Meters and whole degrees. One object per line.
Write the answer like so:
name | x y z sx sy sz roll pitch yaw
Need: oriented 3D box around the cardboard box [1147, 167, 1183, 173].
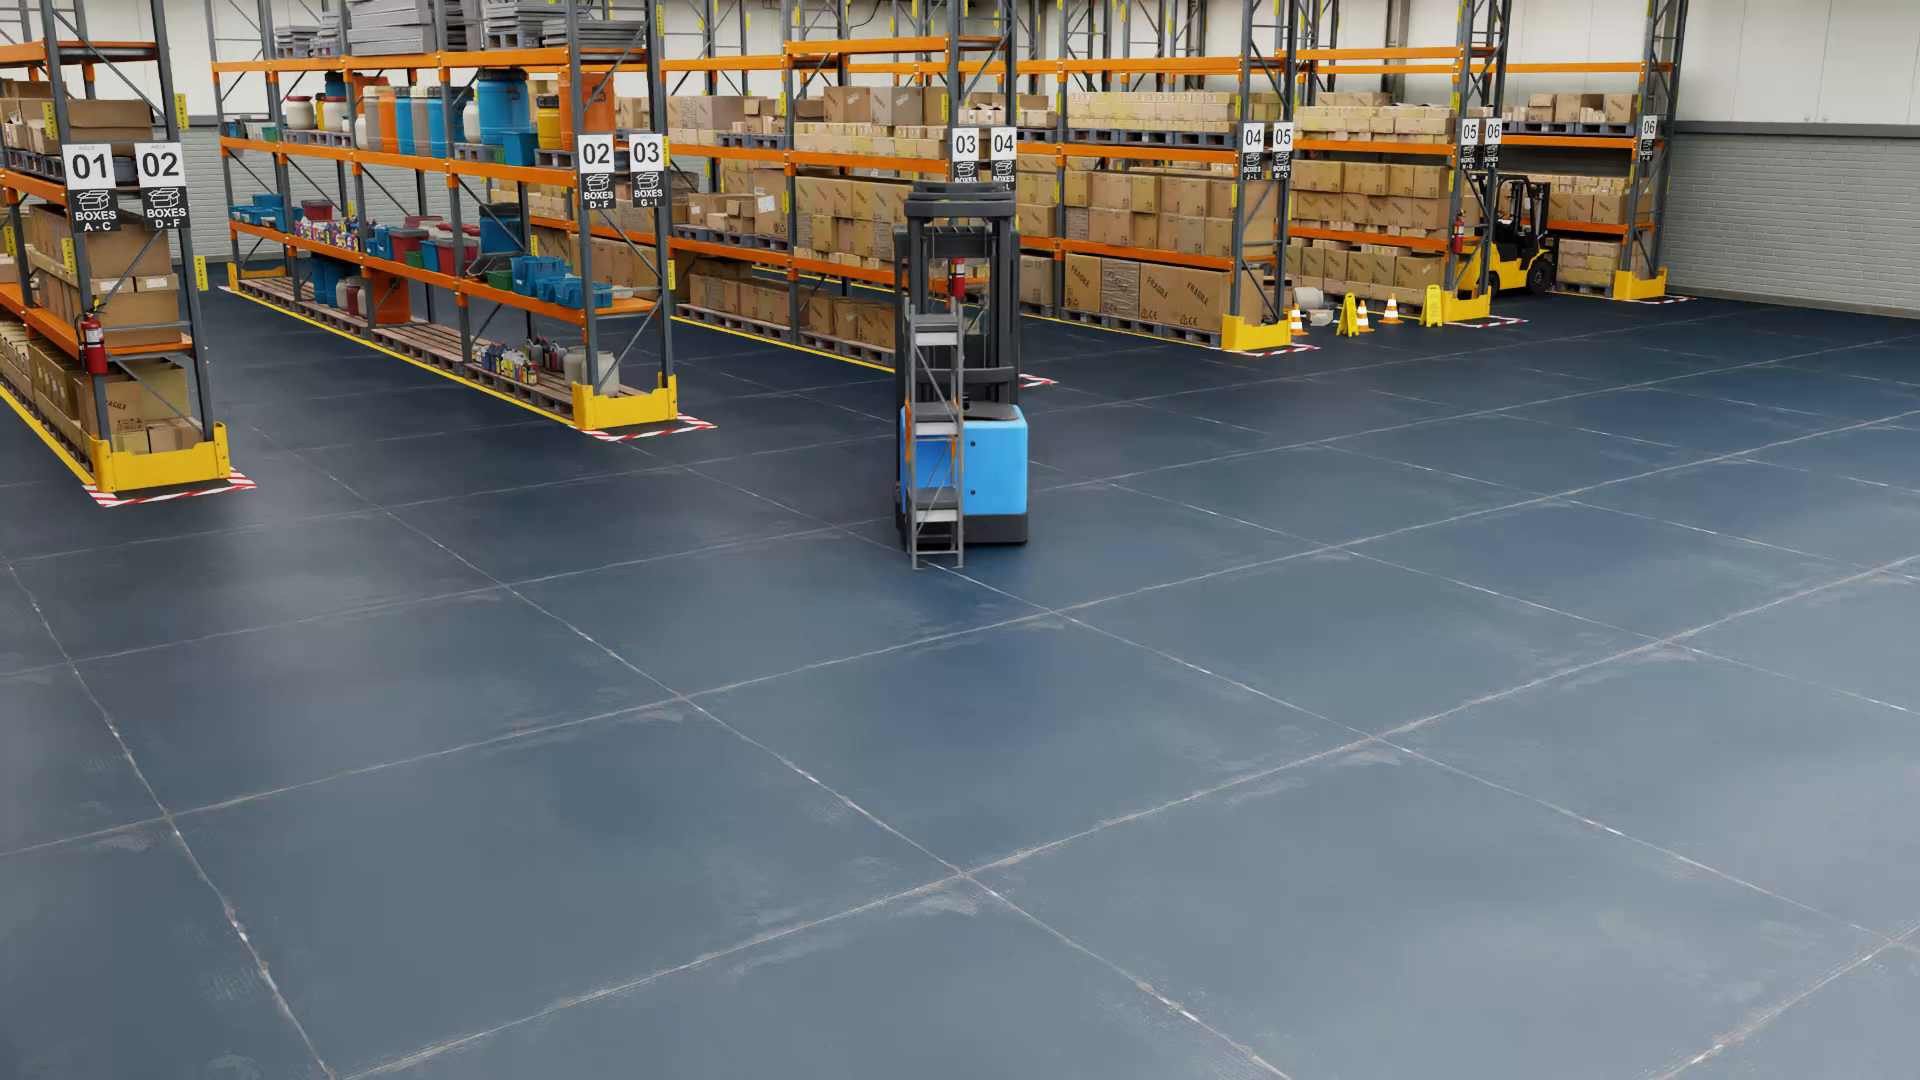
cardboard box | 3.980 -6.954 32.252 0.500 0.500 0.500 -10 18 -32

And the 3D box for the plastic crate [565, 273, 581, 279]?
plastic crate | -4.921 -3.206 20.607 0.530 0.136 0.437 -11 19 -35

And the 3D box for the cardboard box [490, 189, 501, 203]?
cardboard box | -9.066 -6.898 33.319 0.500 0.250 0.500 -11 19 -36

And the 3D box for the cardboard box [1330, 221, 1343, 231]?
cardboard box | 6.612 -5.435 28.726 0.380 0.149 0.250 -11 19 -34

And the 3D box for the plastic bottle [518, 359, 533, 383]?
plastic bottle | -5.289 -2.067 20.272 0.152 0.276 0.135 -11 19 -34

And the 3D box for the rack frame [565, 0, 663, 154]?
rack frame | -3.729 -5.680 17.783 1.000 3.000 0.127 -11 19 -35

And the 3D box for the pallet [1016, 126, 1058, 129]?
pallet | 1.817 -8.822 35.308 0.805 0.209 1.217 -12 19 -37

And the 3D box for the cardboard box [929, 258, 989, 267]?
cardboard box | -0.023 -3.869 21.776 0.875 0.500 0.500 -11 19 -35

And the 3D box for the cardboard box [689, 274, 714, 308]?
cardboard box | -4.016 -4.130 27.385 0.700 0.500 0.500 -12 19 -37

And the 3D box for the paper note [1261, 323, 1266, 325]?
paper note | 4.825 -3.460 26.663 0.144 0.017 0.142 -4 16 -15

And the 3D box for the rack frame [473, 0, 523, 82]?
rack frame | -9.130 -9.865 33.074 1.000 3.000 0.127 -11 19 -35

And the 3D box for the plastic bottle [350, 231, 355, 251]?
plastic bottle | -9.151 -4.508 25.085 0.061 0.283 0.133 -11 19 -35

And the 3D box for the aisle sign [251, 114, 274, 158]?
aisle sign | -12.941 -7.518 30.937 0.394 0.787 0.004 -11 19 -35

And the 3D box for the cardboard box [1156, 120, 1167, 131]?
cardboard box | 3.133 -6.170 24.745 0.380 0.149 0.250 -11 19 -34

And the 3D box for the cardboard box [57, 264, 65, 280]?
cardboard box | -9.030 -2.762 17.068 0.380 0.149 0.250 -11 19 -35

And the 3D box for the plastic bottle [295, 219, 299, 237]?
plastic bottle | -10.914 -5.148 27.424 0.061 0.283 0.133 -11 19 -35

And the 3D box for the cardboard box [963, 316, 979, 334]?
cardboard box | -0.076 -2.688 22.155 0.500 0.500 0.500 -7 17 -24

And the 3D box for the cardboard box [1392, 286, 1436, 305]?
cardboard box | 7.587 -4.106 27.808 0.500 0.250 0.500 -11 19 -35

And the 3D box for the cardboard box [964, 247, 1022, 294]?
cardboard box | 0.448 -4.799 29.394 1.050 0.750 0.750 -11 19 -34

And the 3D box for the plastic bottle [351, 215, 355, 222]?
plastic bottle | -9.979 -5.180 27.412 0.144 0.351 0.185 -11 19 -35

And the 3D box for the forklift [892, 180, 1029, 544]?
forklift | -0.041 -1.719 14.803 1.130 2.935 3.031 -1 15 -3

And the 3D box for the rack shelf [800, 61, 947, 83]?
rack shelf | -1.530 -8.792 31.275 1.077 0.370 4.000 -11 19 -35

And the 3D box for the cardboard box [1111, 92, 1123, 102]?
cardboard box | 2.537 -6.771 25.430 0.380 0.149 0.250 -11 19 -34

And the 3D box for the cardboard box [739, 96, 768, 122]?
cardboard box | -3.354 -6.721 26.130 0.500 0.500 0.500 -10 18 -34

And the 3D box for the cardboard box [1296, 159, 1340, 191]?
cardboard box | 6.308 -6.381 29.063 0.700 0.500 0.500 -11 19 -34

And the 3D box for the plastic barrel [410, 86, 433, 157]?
plastic barrel | -6.940 -5.544 22.017 0.600 0.901 0.600 0 15 0

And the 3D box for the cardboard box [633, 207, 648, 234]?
cardboard box | -5.205 -5.486 28.248 0.500 0.500 0.500 -11 19 -35

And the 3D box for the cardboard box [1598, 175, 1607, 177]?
cardboard box | 11.855 -6.645 30.689 0.380 0.149 0.250 -11 19 -34

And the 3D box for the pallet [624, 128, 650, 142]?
pallet | -4.847 -6.748 27.726 1.213 0.211 1.003 -10 18 -32

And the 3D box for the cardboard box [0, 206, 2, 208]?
cardboard box | -14.240 -4.559 24.065 0.700 0.500 0.500 -8 17 -26

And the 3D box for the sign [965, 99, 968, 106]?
sign | 0.099 -7.830 30.193 0.100 0.325 0.005 -11 19 -35

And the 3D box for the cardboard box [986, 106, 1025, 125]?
cardboard box | 0.789 -7.152 28.028 0.500 0.311 0.500 -12 19 -37

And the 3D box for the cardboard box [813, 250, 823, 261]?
cardboard box | -1.885 -4.091 23.817 0.380 0.149 0.250 -11 19 -35

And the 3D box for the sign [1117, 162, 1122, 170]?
sign | 3.143 -7.273 32.775 0.100 0.325 0.005 -11 19 -35

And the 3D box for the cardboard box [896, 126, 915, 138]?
cardboard box | -0.612 -5.298 21.597 0.380 0.149 0.250 -11 19 -34

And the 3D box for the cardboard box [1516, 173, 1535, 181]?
cardboard box | 10.724 -6.846 31.427 0.380 0.149 0.250 -11 19 -35

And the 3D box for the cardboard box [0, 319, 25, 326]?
cardboard box | -12.371 -2.716 21.668 0.500 0.311 0.500 -10 18 -33

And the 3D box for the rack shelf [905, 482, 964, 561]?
rack shelf | -0.208 -0.153 13.360 0.431 0.518 0.480 -2 15 -6

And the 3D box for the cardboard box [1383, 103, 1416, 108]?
cardboard box | 8.881 -8.654 33.515 0.500 0.311 0.500 -12 19 -36

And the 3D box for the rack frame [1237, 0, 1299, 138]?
rack frame | 4.349 -7.197 23.325 1.000 3.000 0.127 -11 19 -35

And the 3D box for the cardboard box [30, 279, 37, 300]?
cardboard box | -10.755 -2.967 19.489 0.396 0.266 0.258 -11 19 -36

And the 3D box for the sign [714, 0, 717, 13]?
sign | -3.993 -8.732 27.014 0.100 0.325 0.005 -11 19 -35

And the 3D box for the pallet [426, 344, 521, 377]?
pallet | -6.574 -2.457 22.654 1.003 0.211 1.213 -11 19 -35

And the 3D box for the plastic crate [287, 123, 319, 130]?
plastic crate | -11.293 -7.040 28.683 0.497 0.269 0.590 -11 19 -35

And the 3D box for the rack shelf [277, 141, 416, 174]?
rack shelf | -9.608 -6.022 26.075 1.077 0.370 4.000 -11 19 -35

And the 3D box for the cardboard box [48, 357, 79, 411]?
cardboard box | -9.186 -1.643 17.389 0.500 0.500 0.500 -11 19 -35

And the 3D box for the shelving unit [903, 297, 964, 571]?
shelving unit | -0.208 -0.841 13.171 0.431 2.100 0.503 -2 15 -6

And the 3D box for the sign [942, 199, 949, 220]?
sign | -0.183 -4.184 20.890 0.100 0.325 0.005 -11 19 -35

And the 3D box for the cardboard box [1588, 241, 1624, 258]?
cardboard box | 11.784 -5.273 30.179 0.500 0.250 0.500 -10 18 -33

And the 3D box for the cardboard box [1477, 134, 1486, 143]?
cardboard box | 8.361 -6.540 27.084 0.380 0.149 0.250 -11 19 -34

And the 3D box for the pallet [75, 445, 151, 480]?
pallet | -8.221 -0.830 16.709 1.003 0.211 1.213 -11 19 -35

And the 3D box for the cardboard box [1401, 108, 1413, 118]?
cardboard box | 7.463 -7.005 27.271 0.380 0.149 0.250 -11 19 -34

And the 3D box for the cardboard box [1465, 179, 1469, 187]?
cardboard box | 9.929 -6.971 32.445 0.380 0.149 0.250 -11 19 -35

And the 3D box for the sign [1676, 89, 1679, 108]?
sign | 12.759 -7.856 29.610 0.100 0.325 0.005 -11 19 -35

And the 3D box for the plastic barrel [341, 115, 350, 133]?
plastic barrel | -9.181 -6.283 25.136 0.301 0.262 0.301 0 15 0

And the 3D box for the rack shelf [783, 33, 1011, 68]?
rack shelf | -0.898 -6.527 22.247 1.077 0.370 4.000 -11 19 -35
